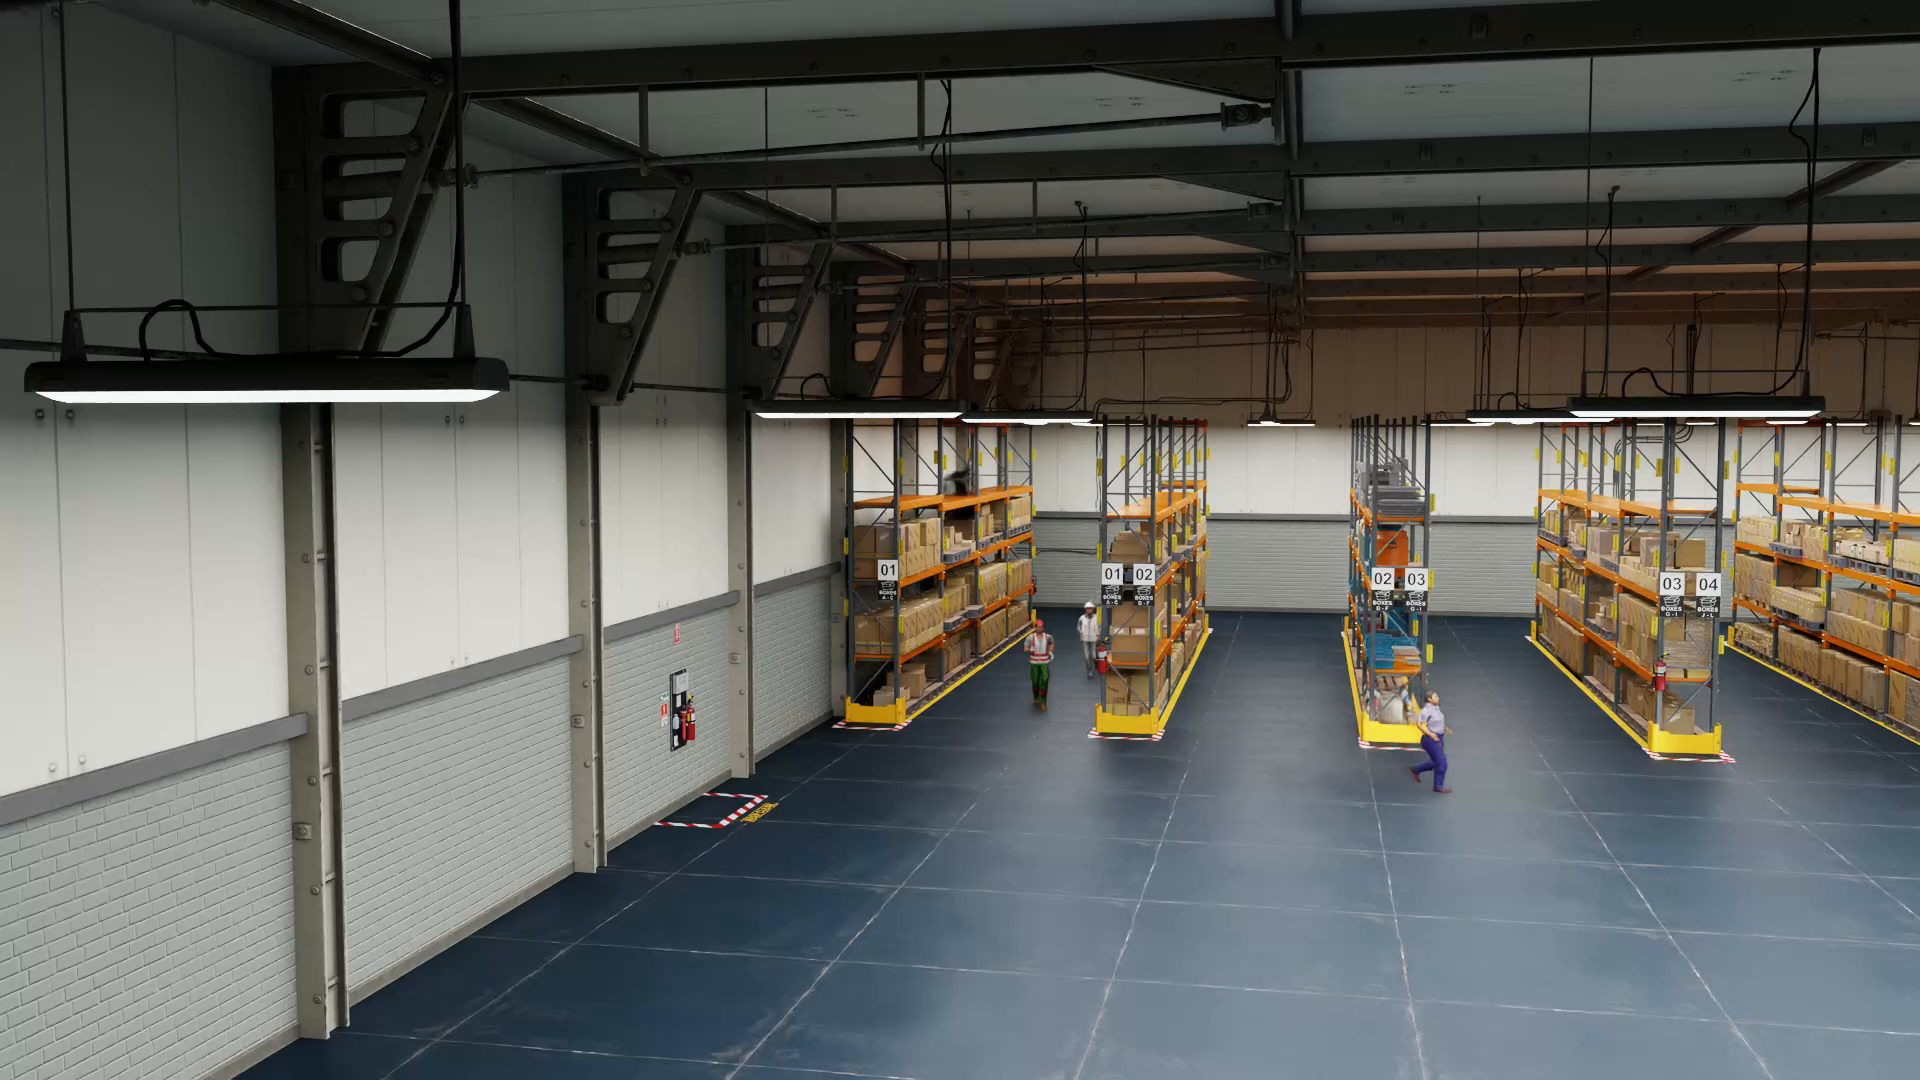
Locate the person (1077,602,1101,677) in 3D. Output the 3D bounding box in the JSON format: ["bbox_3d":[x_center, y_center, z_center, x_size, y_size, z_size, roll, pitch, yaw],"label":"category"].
[{"bbox_3d":[2.990,2.302,38.263,0.635,1.726,0.564,1,4,11],"label":"person"}]

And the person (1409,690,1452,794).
[{"bbox_3d":[7.424,3.172,26.263,0.727,1.602,0.615,3,5,34],"label":"person"}]

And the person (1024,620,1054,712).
[{"bbox_3d":[1.620,2.541,33.987,0.636,1.821,0.843,0,4,0],"label":"person"}]
